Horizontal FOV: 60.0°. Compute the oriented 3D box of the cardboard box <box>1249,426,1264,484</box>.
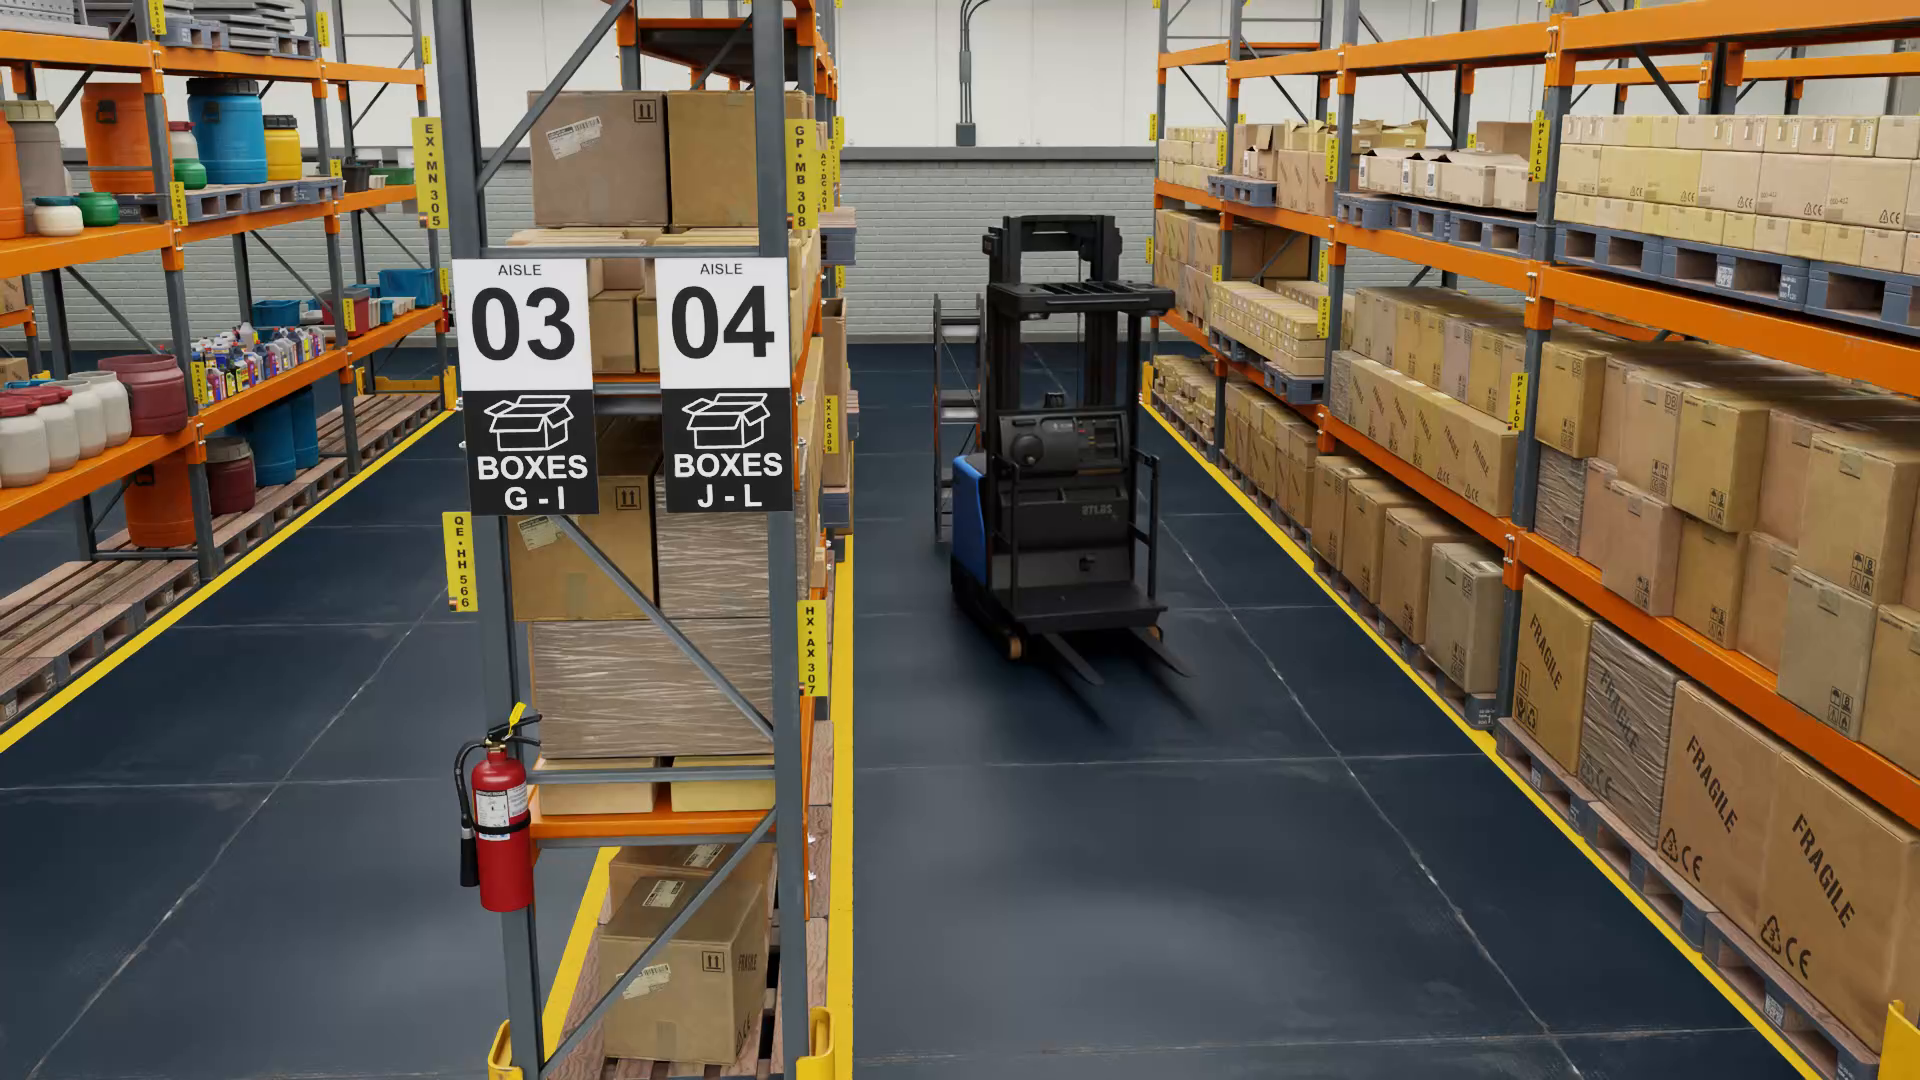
[{"bbox_3d":[3.051,-0.799,15.785,0.500,0.500,0.500,-1,14,-2],"label":"cardboard box"}]

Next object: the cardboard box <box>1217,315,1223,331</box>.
[{"bbox_3d":[2.778,-2.163,16.576,0.380,0.149,0.250,-1,14,-3],"label":"cardboard box"}]

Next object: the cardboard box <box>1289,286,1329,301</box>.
[{"bbox_3d":[3.441,-2.397,16.292,0.380,0.149,0.250,-1,14,-5],"label":"cardboard box"}]

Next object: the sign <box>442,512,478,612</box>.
[{"bbox_3d":[-1.579,0.070,5.276,0.100,0.325,0.005,-1,14,-3],"label":"sign"}]

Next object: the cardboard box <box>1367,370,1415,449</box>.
[{"bbox_3d":[3.261,-0.942,11.965,0.500,0.500,0.500,-1,14,-3],"label":"cardboard box"}]

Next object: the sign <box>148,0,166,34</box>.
[{"bbox_3d":[-5.914,-3.892,12.242,0.100,0.325,0.005,-1,14,-3],"label":"sign"}]

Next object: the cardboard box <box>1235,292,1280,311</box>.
[{"bbox_3d":[2.821,-2.262,15.764,0.380,0.149,0.250,-1,14,-4],"label":"cardboard box"}]

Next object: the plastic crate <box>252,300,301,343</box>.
[{"bbox_3d":[-7.080,-2.260,17.201,0.392,0.384,0.575,-1,14,-3],"label":"plastic crate"}]

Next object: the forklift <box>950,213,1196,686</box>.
[{"bbox_3d":[0.780,-0.703,11.377,1.130,2.935,3.031,-4,15,-14],"label":"forklift"}]

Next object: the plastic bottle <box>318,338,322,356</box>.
[{"bbox_3d":[-6.329,-1.910,16.329,0.097,0.201,0.097,0,14,0],"label":"plastic bottle"}]

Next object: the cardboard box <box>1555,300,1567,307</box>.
[{"bbox_3d":[7.678,-3.151,20.553,0.500,0.500,0.500,-1,14,-4],"label":"cardboard box"}]

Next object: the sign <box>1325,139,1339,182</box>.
[{"bbox_3d":[2.896,-2.956,12.938,0.100,0.325,0.005,-1,14,-3],"label":"sign"}]

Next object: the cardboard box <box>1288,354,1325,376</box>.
[{"bbox_3d":[2.948,-1.458,13.835,0.380,0.149,0.250,-1,14,-3],"label":"cardboard box"}]

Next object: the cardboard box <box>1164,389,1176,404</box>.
[{"bbox_3d":[2.681,-1.747,20.175,0.380,0.149,0.250,-1,14,-3],"label":"cardboard box"}]

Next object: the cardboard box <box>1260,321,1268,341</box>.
[{"bbox_3d":[2.887,-1.858,14.793,0.380,0.149,0.250,-1,14,-4],"label":"cardboard box"}]

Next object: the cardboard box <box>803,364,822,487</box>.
[{"bbox_3d":[-0.907,-0.535,7.781,0.500,0.500,0.500,-1,14,-3],"label":"cardboard box"}]

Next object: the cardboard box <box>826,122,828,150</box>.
[{"bbox_3d":[-1.240,-2.838,12.312,0.500,0.500,0.500,-1,14,-2],"label":"cardboard box"}]

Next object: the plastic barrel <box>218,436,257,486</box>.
[{"bbox_3d":[-6.704,-0.673,15.271,0.421,0.512,0.421,0,14,0],"label":"plastic barrel"}]

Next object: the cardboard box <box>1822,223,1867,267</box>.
[{"bbox_3d":[3.528,-1.121,6.304,0.380,0.149,0.250,-1,14,-3],"label":"cardboard box"}]

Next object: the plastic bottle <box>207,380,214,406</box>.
[{"bbox_3d":[-6.153,-1.203,13.580,0.097,0.201,0.097,0,14,0],"label":"plastic bottle"}]

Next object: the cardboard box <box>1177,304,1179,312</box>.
[{"bbox_3d":[2.800,-2.782,19.825,0.380,0.149,0.250,-1,14,-4],"label":"cardboard box"}]

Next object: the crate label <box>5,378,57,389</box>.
[{"bbox_3d":[-6.671,-0.899,11.929,0.502,0.435,0.616,-1,14,-3],"label":"crate label"}]

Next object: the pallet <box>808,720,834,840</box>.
[{"bbox_3d":[-1.194,1.302,9.041,1.003,0.211,1.213,-1,14,-3],"label":"pallet"}]

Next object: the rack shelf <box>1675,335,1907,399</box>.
[{"bbox_3d":[8.248,-1.511,15.824,1.077,0.370,4.000,-1,14,-3],"label":"rack shelf"}]

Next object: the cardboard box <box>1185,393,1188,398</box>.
[{"bbox_3d":[2.859,-1.758,19.619,0.380,0.149,0.250,0,14,-1],"label":"cardboard box"}]

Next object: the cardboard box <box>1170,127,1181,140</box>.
[{"bbox_3d":[2.691,-4.789,19.596,0.380,0.149,0.250,-1,14,-3],"label":"cardboard box"}]

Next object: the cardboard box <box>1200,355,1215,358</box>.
[{"bbox_3d":[3.228,-2.233,20.872,0.380,0.149,0.250,-1,14,-3],"label":"cardboard box"}]

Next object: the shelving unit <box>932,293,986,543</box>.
[{"bbox_3d":[-0.010,-1.058,14.425,0.431,2.100,0.503,-1,14,-3],"label":"shelving unit"}]

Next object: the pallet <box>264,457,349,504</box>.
[{"bbox_3d":[-6.704,-0.585,16.375,1.003,0.211,1.213,-1,14,-3],"label":"pallet"}]

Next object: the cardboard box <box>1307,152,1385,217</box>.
[{"bbox_3d":[3.149,-2.900,13.557,0.500,0.500,0.500,-1,14,-3],"label":"cardboard box"}]

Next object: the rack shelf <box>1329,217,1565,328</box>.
[{"bbox_3d":[3.561,-1.868,11.189,1.077,0.370,4.000,-1,14,-3],"label":"rack shelf"}]

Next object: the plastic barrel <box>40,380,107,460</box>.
[{"bbox_3d":[-6.160,-0.830,11.507,0.421,0.512,0.421,0,14,0],"label":"plastic barrel"}]

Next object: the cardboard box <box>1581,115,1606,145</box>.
[{"bbox_3d":[3.386,-2.076,8.415,0.380,0.149,0.250,-1,14,-4],"label":"cardboard box"}]

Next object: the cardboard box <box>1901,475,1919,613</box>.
[{"bbox_3d":[3.949,0.040,5.882,0.875,0.550,0.550,-1,14,-3],"label":"cardboard box"}]

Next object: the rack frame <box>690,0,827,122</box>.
[{"bbox_3d":[-1.519,-4.115,12.459,1.000,3.000,0.127,-1,14,-3],"label":"rack frame"}]

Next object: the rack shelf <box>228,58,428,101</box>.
[{"bbox_3d":[-6.834,-4.988,18.101,1.077,0.370,4.000,-1,14,-3],"label":"rack shelf"}]

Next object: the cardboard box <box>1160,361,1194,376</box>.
[{"bbox_3d":[2.660,-2.094,20.331,0.380,0.149,0.250,-1,14,-4],"label":"cardboard box"}]

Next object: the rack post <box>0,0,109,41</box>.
[{"bbox_3d":[-6.423,-3.629,10.169,1.013,1.000,3.121,-1,14,-3],"label":"rack post"}]

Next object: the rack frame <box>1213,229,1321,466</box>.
[{"bbox_3d":[3.190,-2.256,17.273,1.000,3.000,0.127,-1,14,-3],"label":"rack frame"}]

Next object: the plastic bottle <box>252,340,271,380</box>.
[{"bbox_3d":[-6.259,-1.606,14.849,0.144,0.351,0.185,-1,14,-3],"label":"plastic bottle"}]

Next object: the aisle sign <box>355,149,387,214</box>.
[{"bbox_3d":[-7.259,-4.395,20.370,0.394,0.787,0.004,-1,14,-3],"label":"aisle sign"}]

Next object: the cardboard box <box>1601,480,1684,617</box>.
[{"bbox_3d":[3.693,0.026,8.106,0.875,0.550,0.550,-1,14,-3],"label":"cardboard box"}]

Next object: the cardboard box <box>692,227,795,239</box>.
[{"bbox_3d":[-0.825,-1.121,6.345,0.380,0.149,0.250,-1,14,-4],"label":"cardboard box"}]

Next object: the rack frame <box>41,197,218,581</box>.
[{"bbox_3d":[-6.463,-1.133,12.910,1.000,3.000,0.127,-1,14,-3],"label":"rack frame"}]

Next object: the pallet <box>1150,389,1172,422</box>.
[{"bbox_3d":[2.962,-1.678,20.626,1.003,0.211,1.213,-1,14,-3],"label":"pallet"}]

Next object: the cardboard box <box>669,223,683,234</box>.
[{"bbox_3d":[-1.390,-1.315,7.098,0.380,0.149,0.250,-1,14,-2],"label":"cardboard box"}]

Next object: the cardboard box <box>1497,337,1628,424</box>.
[{"bbox_3d":[3.649,-0.922,9.883,0.700,0.500,0.500,-1,14,-4],"label":"cardboard box"}]

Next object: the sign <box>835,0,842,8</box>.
[{"bbox_3d":[-1.472,-6.600,20.085,0.100,0.325,0.005,-1,14,-3],"label":"sign"}]

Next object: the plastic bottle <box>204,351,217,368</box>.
[{"bbox_3d":[-6.867,-1.629,15.237,0.097,0.201,0.097,0,14,0],"label":"plastic bottle"}]

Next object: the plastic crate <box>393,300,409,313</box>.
[{"bbox_3d":[-6.724,-2.751,19.609,0.396,0.136,0.243,-1,14,-3],"label":"plastic crate"}]

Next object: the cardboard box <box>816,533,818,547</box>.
[{"bbox_3d":[-0.959,0.018,8.939,0.380,0.149,0.250,-1,14,-3],"label":"cardboard box"}]

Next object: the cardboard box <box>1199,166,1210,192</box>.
[{"bbox_3d":[2.870,-3.878,17.859,0.500,0.250,0.500,-1,14,-4],"label":"cardboard box"}]

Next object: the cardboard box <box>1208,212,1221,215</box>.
[{"bbox_3d":[3.250,-3.691,20.048,0.500,0.500,0.500,-1,14,-5],"label":"cardboard box"}]

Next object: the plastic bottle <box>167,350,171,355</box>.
[{"bbox_3d":[-7.004,-1.534,14.702,0.061,0.283,0.133,-1,14,-3],"label":"plastic bottle"}]

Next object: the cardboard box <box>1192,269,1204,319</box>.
[{"bbox_3d":[2.847,-2.693,18.176,0.500,0.500,0.500,-1,14,-5],"label":"cardboard box"}]

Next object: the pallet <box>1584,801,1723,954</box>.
[{"bbox_3d":[3.733,1.579,7.966,1.003,0.211,1.213,-1,14,-3],"label":"pallet"}]
